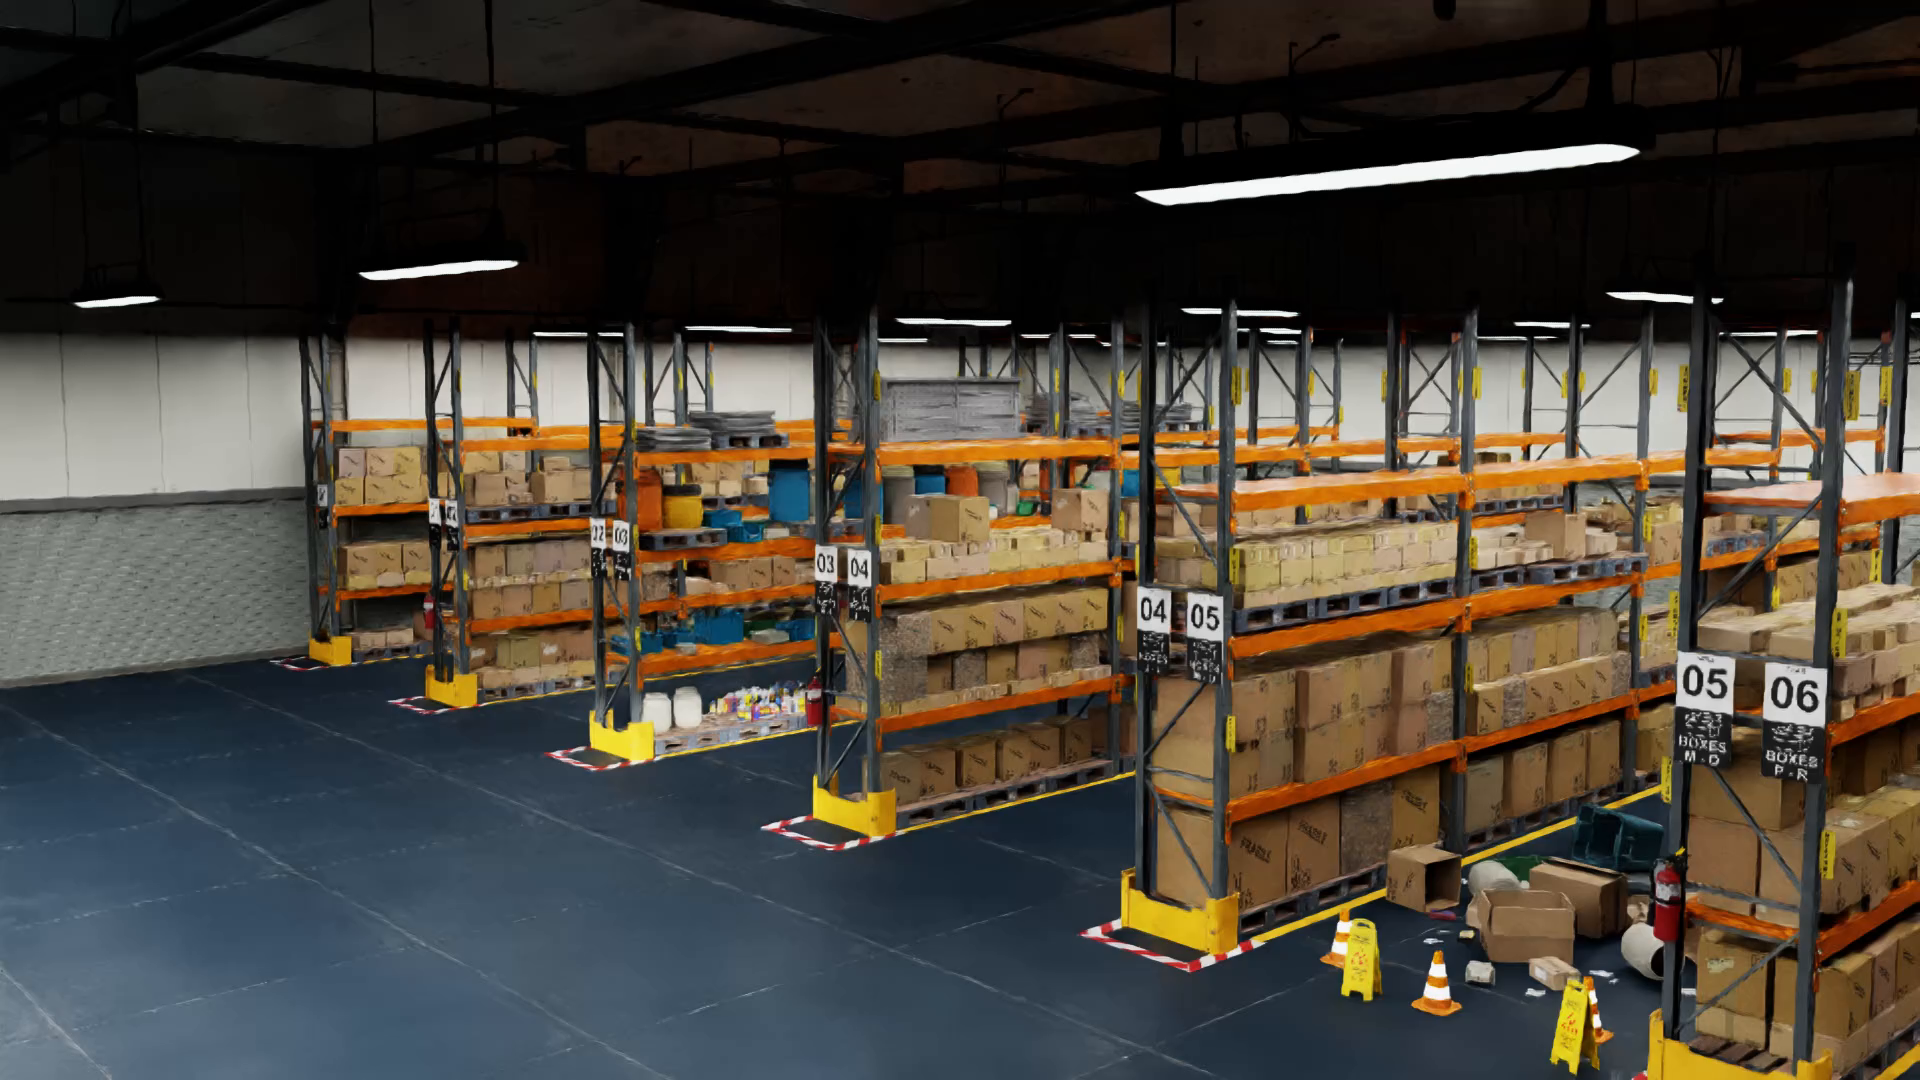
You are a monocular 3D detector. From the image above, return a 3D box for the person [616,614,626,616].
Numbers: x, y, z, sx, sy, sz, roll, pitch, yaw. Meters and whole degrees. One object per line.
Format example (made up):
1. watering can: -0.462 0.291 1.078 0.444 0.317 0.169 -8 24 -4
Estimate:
1. person: -6.159 1.271 30.007 1.123 1.709 0.553 -5 8 -40
